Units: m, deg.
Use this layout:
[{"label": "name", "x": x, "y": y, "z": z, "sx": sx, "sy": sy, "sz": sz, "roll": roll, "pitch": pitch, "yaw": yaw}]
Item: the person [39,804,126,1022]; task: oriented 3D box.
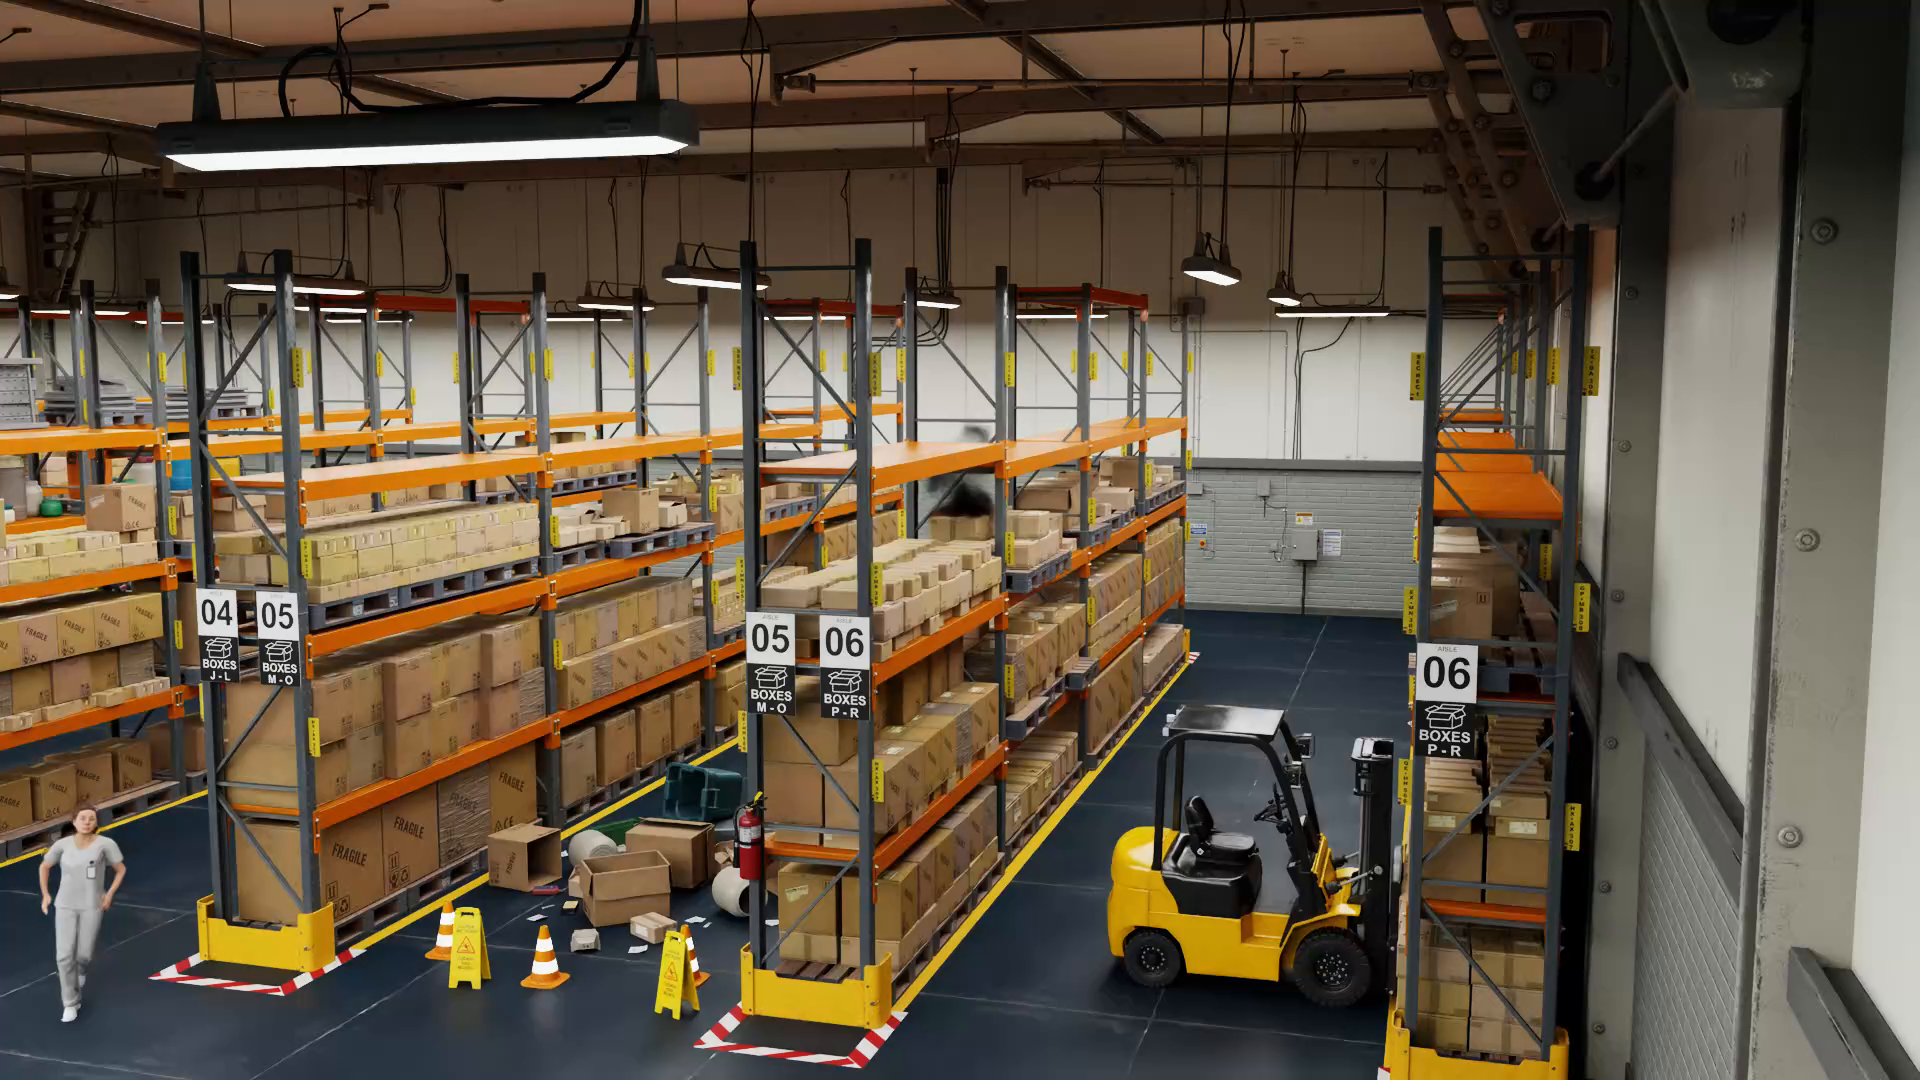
[{"label": "person", "x": -6.926, "y": 2.906, "z": 13.126, "sx": 0.622, "sy": 1.650, "sz": 0.567, "roll": -2, "pitch": 7, "yaw": -19}]
